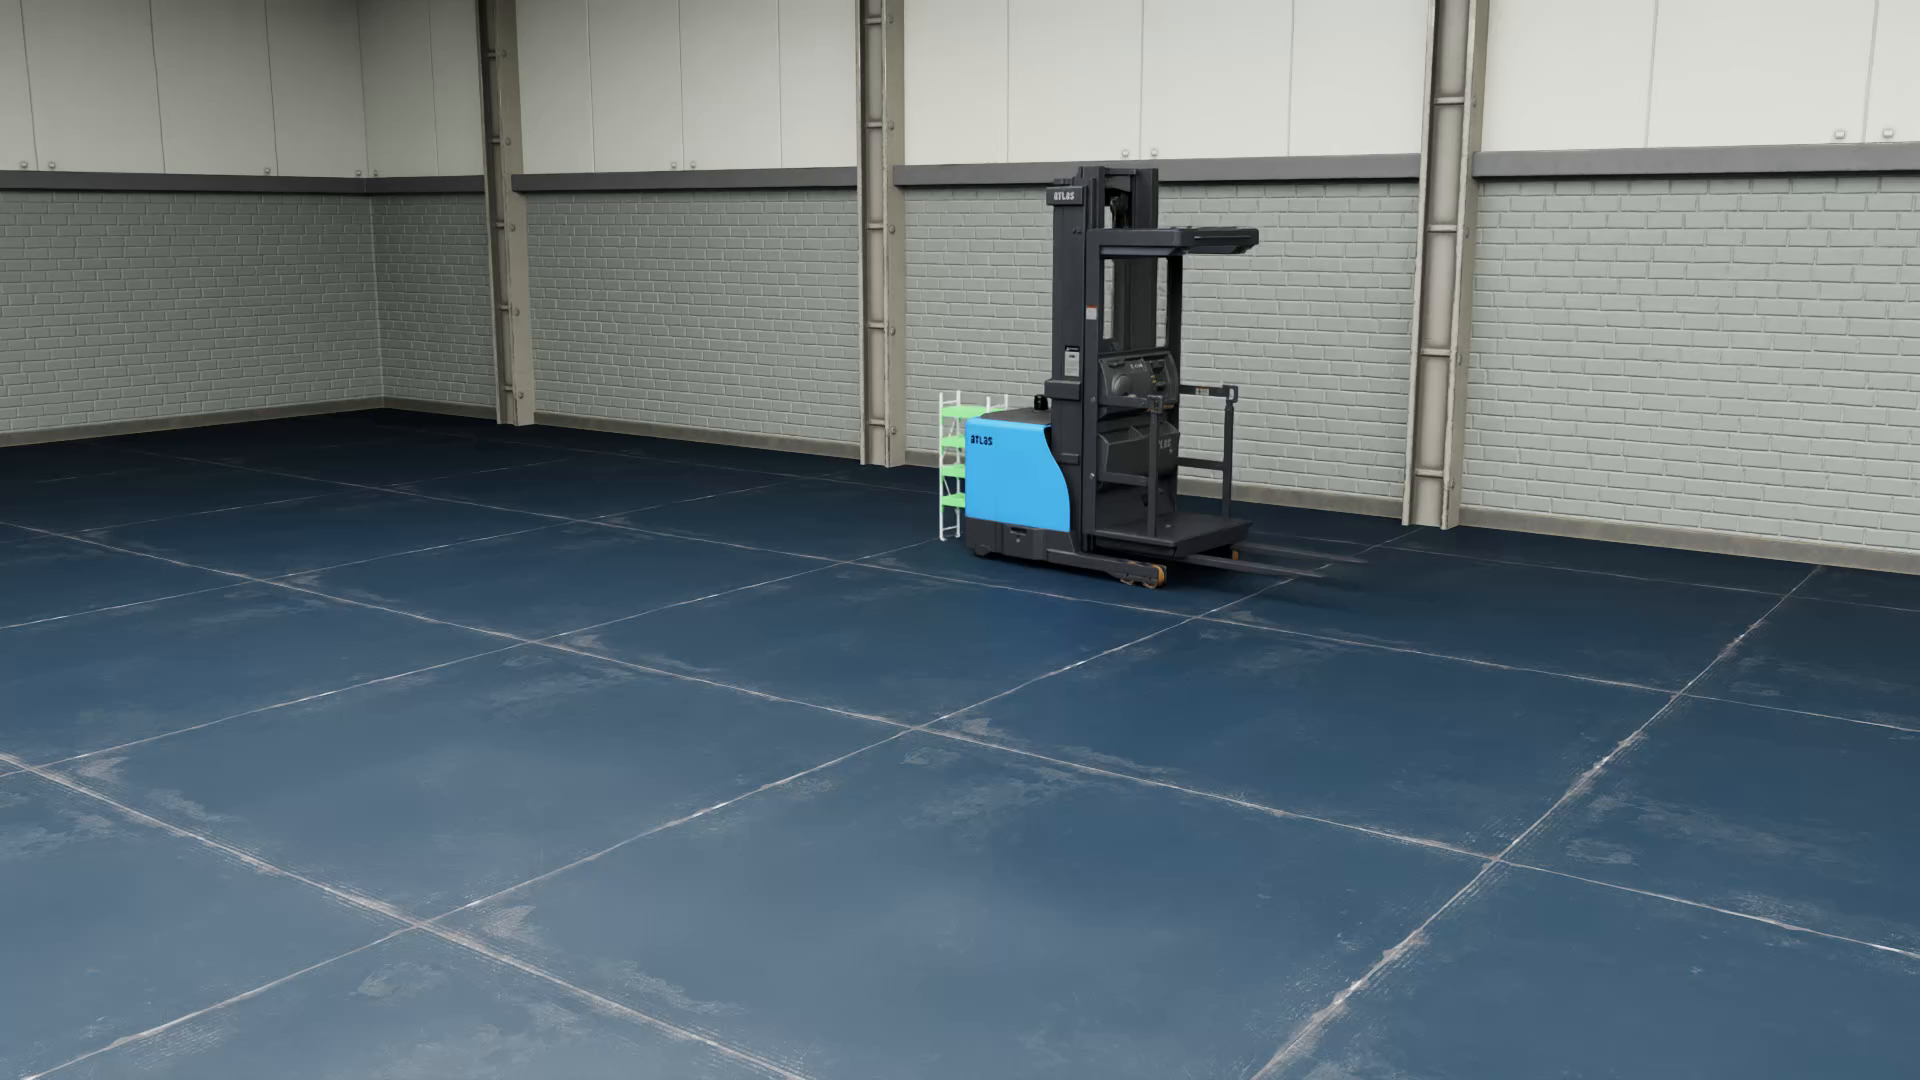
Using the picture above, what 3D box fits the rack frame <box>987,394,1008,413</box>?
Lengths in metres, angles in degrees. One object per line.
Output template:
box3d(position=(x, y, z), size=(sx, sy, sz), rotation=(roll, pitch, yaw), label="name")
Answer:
box3d(position=(0.295, -0.547, 13.200), size=(0.015, 1.200, 0.240), rotation=(9, 14, 39), label="rack frame")

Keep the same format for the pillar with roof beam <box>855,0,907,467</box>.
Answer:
box3d(position=(-3.362, -4.566, 13.440), size=(0.400, 9.000, 9.100), rotation=(8, 13, 36), label="pillar with roof beam")

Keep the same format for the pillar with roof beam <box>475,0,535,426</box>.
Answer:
box3d(position=(-8.198, -5.241, 16.927), size=(0.400, 9.000, 9.100), rotation=(8, 13, 36), label="pillar with roof beam")

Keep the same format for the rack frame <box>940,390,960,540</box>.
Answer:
box3d(position=(-0.081, -0.606, 13.505), size=(0.015, 1.200, 0.240), rotation=(9, 14, 39), label="rack frame")

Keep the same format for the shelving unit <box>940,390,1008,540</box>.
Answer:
box3d(position=(0.107, -0.577, 13.353), size=(0.503, 1.200, 0.258), rotation=(9, 14, 39), label="shelving unit")

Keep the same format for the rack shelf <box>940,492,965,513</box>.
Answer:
box3d(position=(0.107, -0.279, 13.410), size=(0.480, 0.148, 0.258), rotation=(9, 14, 39), label="rack shelf")

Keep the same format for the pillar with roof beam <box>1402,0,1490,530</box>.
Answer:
box3d(position=(1.474, -3.891, 9.953), size=(0.400, 9.000, 9.100), rotation=(8, 13, 36), label="pillar with roof beam")

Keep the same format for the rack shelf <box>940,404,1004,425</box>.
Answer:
box3d(position=(0.107, -0.985, 13.274), size=(0.480, 0.148, 0.258), rotation=(9, 14, 39), label="rack shelf")

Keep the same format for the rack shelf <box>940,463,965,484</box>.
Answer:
box3d(position=(0.107, -0.514, 13.365), size=(0.480, 0.148, 0.258), rotation=(9, 14, 39), label="rack shelf")

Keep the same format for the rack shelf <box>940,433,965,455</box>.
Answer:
box3d(position=(0.107, -0.750, 13.319), size=(0.480, 0.148, 0.258), rotation=(9, 14, 39), label="rack shelf")

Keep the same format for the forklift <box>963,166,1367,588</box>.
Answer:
box3d(position=(1.474, -1.210, 12.065), size=(3.031, 2.935, 1.130), rotation=(9, 14, 40), label="forklift")
